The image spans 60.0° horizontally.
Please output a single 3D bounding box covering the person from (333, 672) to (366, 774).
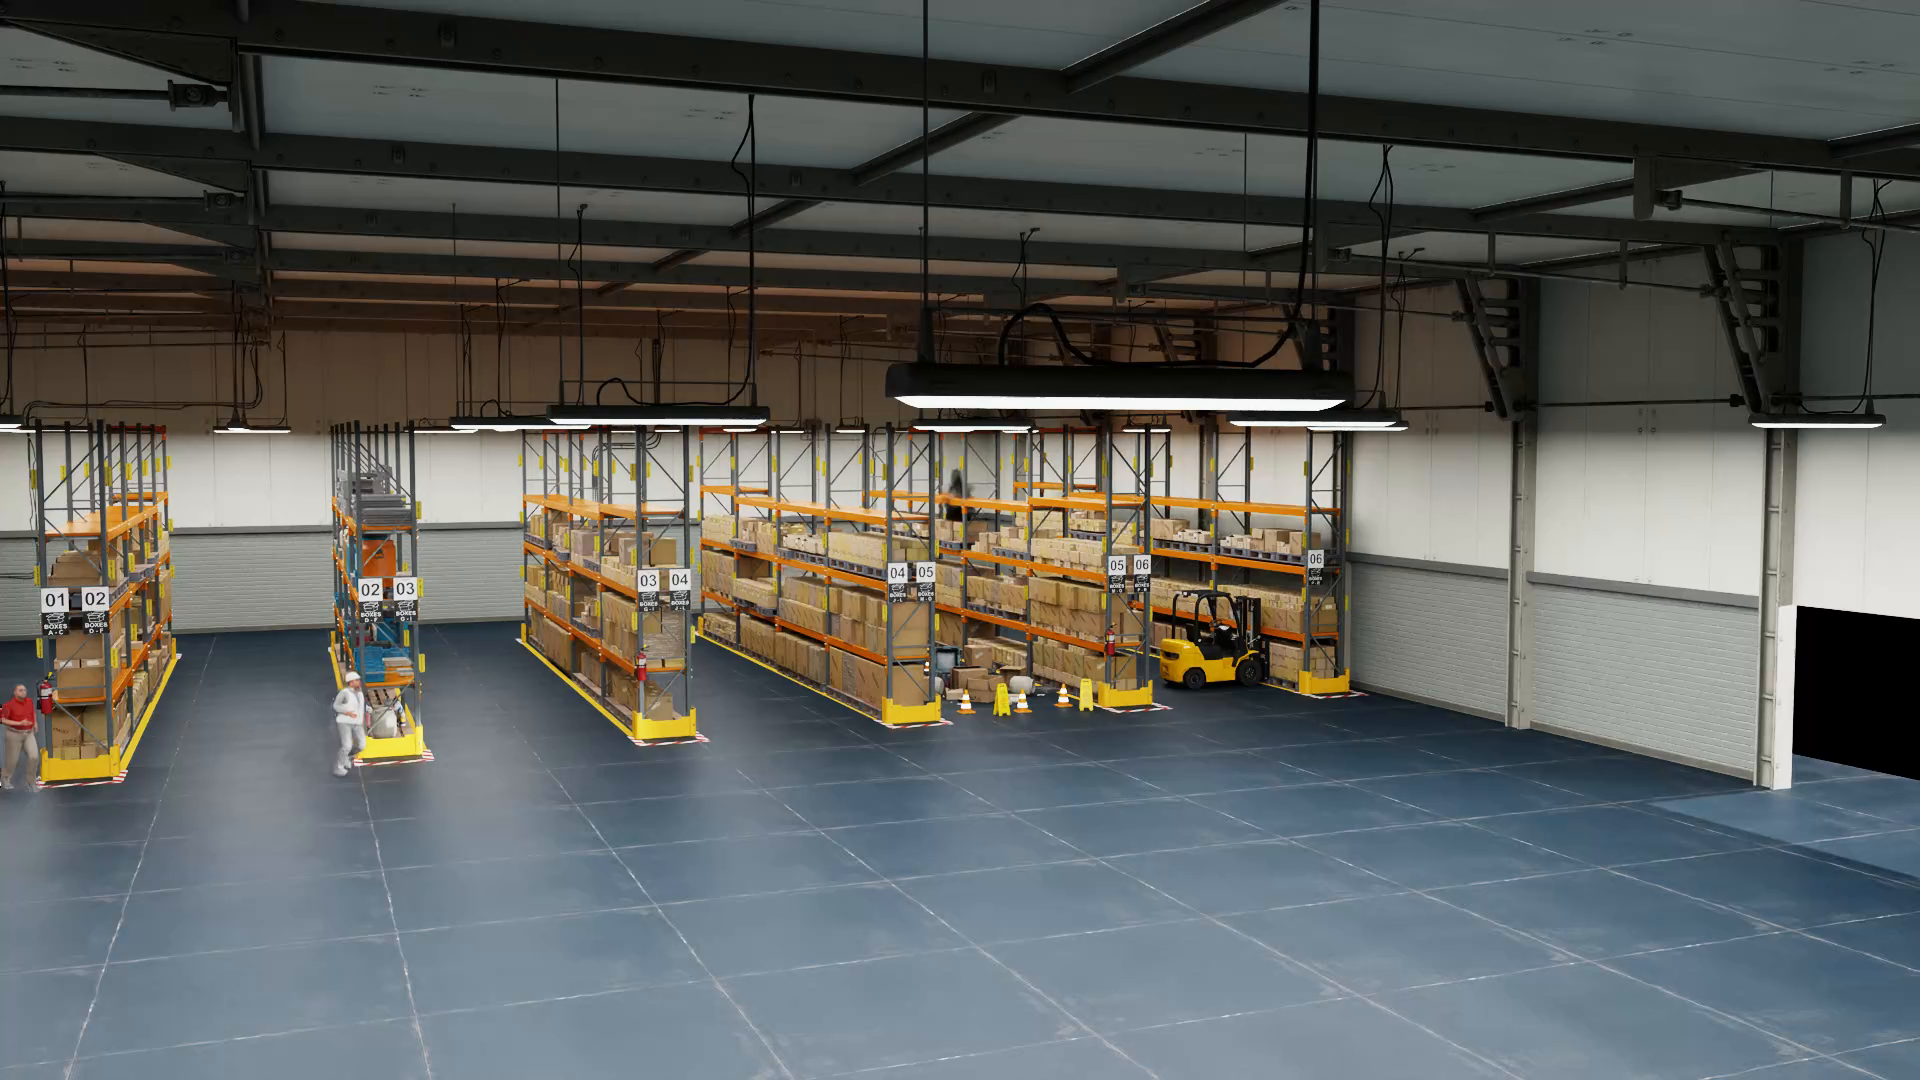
[{"bbox_3d":[-10.349,3.102,28.353,0.549,1.699,0.664,2,4,31],"label":"person"}]

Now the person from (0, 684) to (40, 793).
[{"bbox_3d":[-15.109,3.213,26.738,0.783,1.820,0.679,2,4,28],"label":"person"}]

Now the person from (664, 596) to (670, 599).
[{"bbox_3d":[-7.906,2.033,45.764,0.584,1.696,0.945,-1,4,-14],"label":"person"}]
